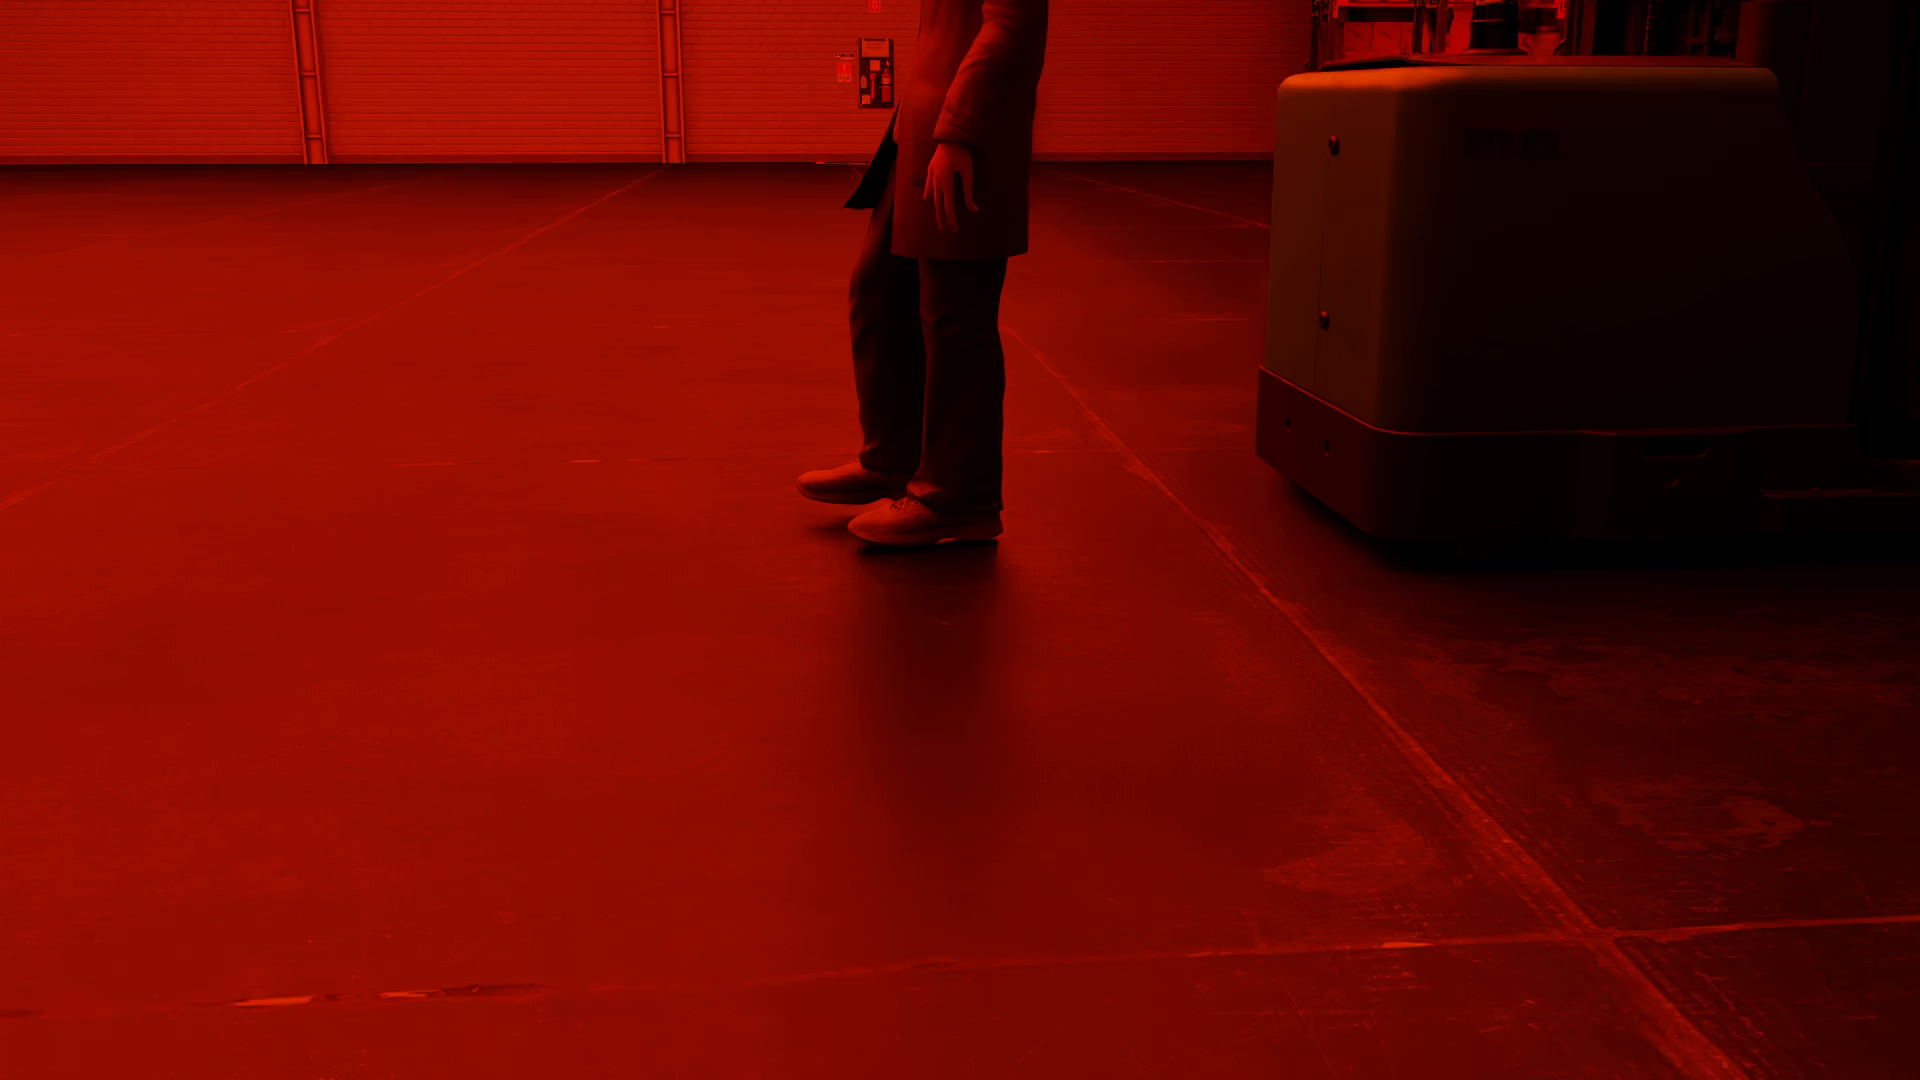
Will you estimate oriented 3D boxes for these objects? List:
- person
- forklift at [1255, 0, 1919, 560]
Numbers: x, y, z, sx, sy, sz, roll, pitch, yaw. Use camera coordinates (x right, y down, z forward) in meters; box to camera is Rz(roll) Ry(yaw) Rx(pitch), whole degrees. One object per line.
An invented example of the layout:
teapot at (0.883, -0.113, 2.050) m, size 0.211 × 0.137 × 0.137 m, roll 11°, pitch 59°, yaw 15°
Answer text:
person at (-0.092, -0.865, 3.703) m, size 0.580 × 1.778 × 0.696 m, roll -1°, pitch 15°, yaw -5°
forklift at (2.360, -1.515, 3.933) m, size 3.031 × 2.935 × 1.130 m, roll -2°, pitch 15°, yaw -6°
